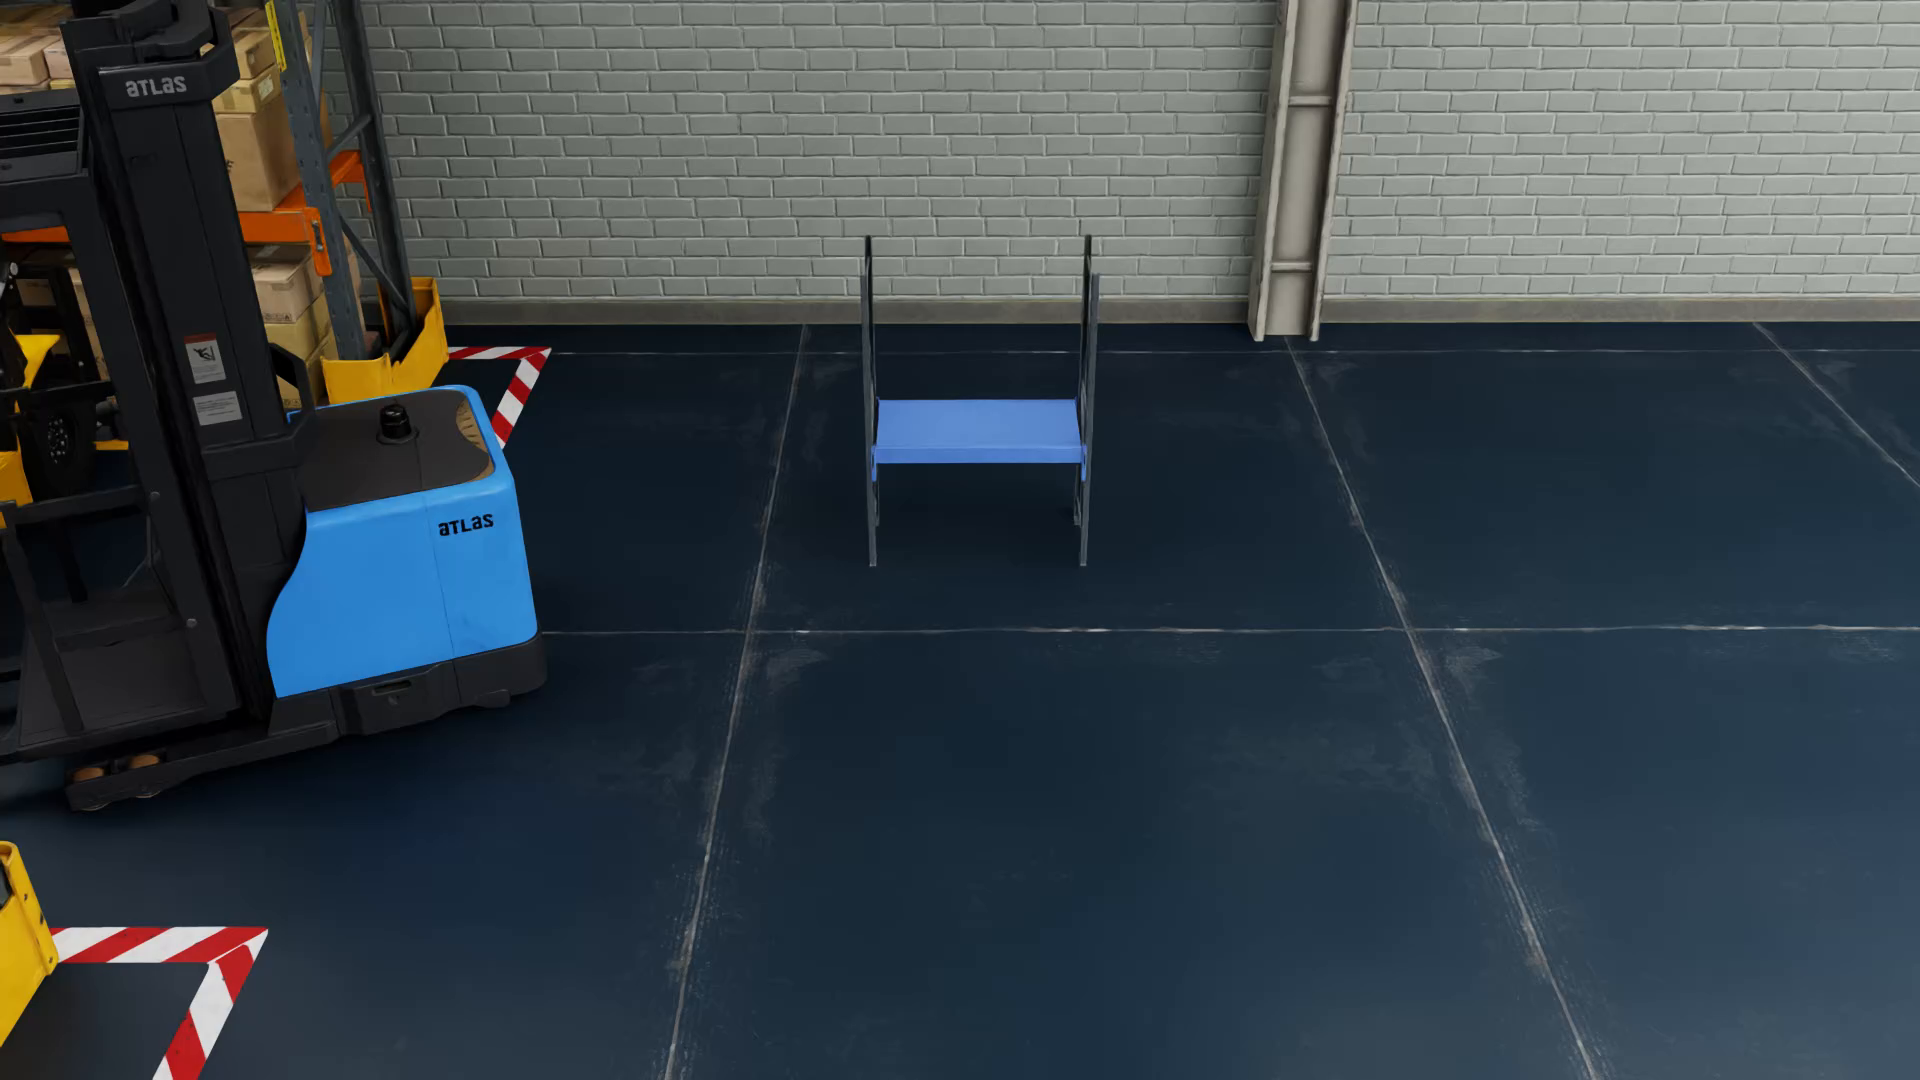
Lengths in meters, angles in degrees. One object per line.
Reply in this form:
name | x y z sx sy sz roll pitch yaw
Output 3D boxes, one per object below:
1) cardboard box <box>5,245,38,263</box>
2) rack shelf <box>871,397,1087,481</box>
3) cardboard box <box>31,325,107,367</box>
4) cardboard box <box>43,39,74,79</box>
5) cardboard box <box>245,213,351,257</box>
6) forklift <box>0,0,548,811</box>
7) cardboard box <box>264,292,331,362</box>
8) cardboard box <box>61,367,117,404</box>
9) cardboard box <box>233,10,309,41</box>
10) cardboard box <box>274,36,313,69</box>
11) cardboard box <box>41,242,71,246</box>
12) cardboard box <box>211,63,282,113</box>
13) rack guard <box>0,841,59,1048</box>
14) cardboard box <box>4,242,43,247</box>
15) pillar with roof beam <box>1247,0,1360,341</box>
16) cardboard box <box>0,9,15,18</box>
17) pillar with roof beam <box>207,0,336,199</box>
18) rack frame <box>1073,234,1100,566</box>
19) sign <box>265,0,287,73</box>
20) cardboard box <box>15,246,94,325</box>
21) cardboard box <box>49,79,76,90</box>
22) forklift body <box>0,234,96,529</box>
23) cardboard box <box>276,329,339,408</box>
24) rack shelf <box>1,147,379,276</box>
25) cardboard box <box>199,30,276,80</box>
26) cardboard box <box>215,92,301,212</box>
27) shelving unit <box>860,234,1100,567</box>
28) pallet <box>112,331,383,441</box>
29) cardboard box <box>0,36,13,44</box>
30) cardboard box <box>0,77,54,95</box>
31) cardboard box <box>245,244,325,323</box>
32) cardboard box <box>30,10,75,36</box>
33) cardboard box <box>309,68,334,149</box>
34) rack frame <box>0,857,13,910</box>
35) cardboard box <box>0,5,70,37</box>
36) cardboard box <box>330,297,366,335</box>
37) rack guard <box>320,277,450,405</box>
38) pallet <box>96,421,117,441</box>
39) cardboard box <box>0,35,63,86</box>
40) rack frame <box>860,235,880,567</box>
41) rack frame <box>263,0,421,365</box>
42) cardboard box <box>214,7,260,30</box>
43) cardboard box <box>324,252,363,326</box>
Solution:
cardboard box | -5.263 -1.369 8.896 0.500 0.250 0.500 -1 31 -1
rack shelf | 0.085 -0.488 7.955 1.000 0.185 0.538 0 31 0
cardboard box | -4.785 -1.155 9.026 0.500 0.250 0.500 -1 31 -1
cardboard box | -4.396 -2.453 8.392 0.250 0.149 0.380 0 31 0
cardboard box | -3.764 -1.638 9.340 0.500 0.250 0.500 -1 31 -1
forklift | -3.334 -0.507 6.260 3.031 2.935 1.130 -13 33 -20
cardboard box | -3.767 -1.164 9.040 0.500 0.250 0.500 -1 31 -1
cardboard box | -4.748 -0.955 9.178 0.500 0.250 0.500 0 31 0
cardboard box | -3.619 -2.667 8.745 0.250 0.149 0.380 -1 31 -1
cardboard box | -3.623 -2.563 8.861 0.250 0.149 0.380 -1 31 -2
cardboard box | -4.764 -1.638 9.341 0.500 0.250 0.500 0 31 -1
cardboard box | -3.627 -2.283 8.400 0.250 0.149 0.380 0 31 0
rack guard | -3.324 1.534 5.240 0.348 0.500 1.175 0 31 0
cardboard box | -5.276 -1.640 9.344 0.500 0.250 0.500 -1 31 -1
pillar with roof beam | 2.042 -2.926 4.397 0.400 9.000 9.100 0 31 0
cardboard box | -5.166 -2.677 8.761 0.250 0.149 0.380 0 31 0
pillar with roof beam | -3.958 -2.907 4.366 0.400 9.000 9.100 0 31 0
rack frame | 0.594 -0.643 7.864 0.032 1.500 0.500 0 31 0
sign | -3.293 -2.425 8.010 0.005 0.325 0.100 0 31 0
cardboard box | -4.756 -1.367 8.893 0.500 0.250 0.500 0 31 0
cardboard box | -4.390 -2.303 8.433 0.250 0.149 0.380 0 31 -1
forklift body | -5.167 -0.795 7.486 1.214 2.155 2.313 0 31 0
cardboard box | -3.750 -0.948 9.167 0.500 0.250 0.500 0 31 0
rack shelf | -5.282 -1.796 9.012 4.000 0.370 1.077 0 31 0
cardboard box | -3.639 -2.447 8.382 0.250 0.149 0.380 0 31 0
cardboard box | -3.773 -2.015 8.582 0.500 0.500 0.500 -1 31 -1
shelving unit | 0.085 -0.641 7.861 1.048 1.500 0.538 0 31 0
pallet | -4.047 -0.893 9.519 1.213 0.211 1.003 0 31 0
cardboard box | -4.915 -2.391 8.290 0.250 0.149 0.380 0 31 1
cardboard box | -4.657 -2.278 8.391 0.250 0.149 0.380 -1 31 -2
cardboard box | -3.741 -1.378 8.911 0.500 0.250 0.500 1 31 1
cardboard box | -4.656 -2.668 8.748 0.250 0.149 0.380 1 31 1
cardboard box | -3.779 -2.295 9.044 0.500 0.500 0.500 1 31 1
rack frame | -3.248 0.465 4.592 0.127 3.000 1.000 0 31 0
cardboard box | -4.919 -2.719 8.831 0.250 0.149 0.380 -1 31 -1
cardboard box | -3.774 -1.214 9.604 0.500 0.250 0.500 0 31 0
rack guard | -3.258 -1.041 9.484 0.348 0.500 1.175 0 31 0
pallet | -5.264 -0.891 9.515 1.213 0.211 1.003 0 31 0
cardboard box | -4.656 -2.394 8.296 0.250 0.149 0.380 1 31 1
rack frame | -0.423 -0.640 7.859 0.032 1.500 0.500 0 31 0
rack frame | -3.282 -2.110 8.835 0.127 3.000 1.000 0 31 0
cardboard box | -3.886 -2.698 8.797 0.250 0.149 0.380 1 31 1
cardboard box | -3.754 -1.434 9.485 0.500 0.250 0.500 0 31 1
